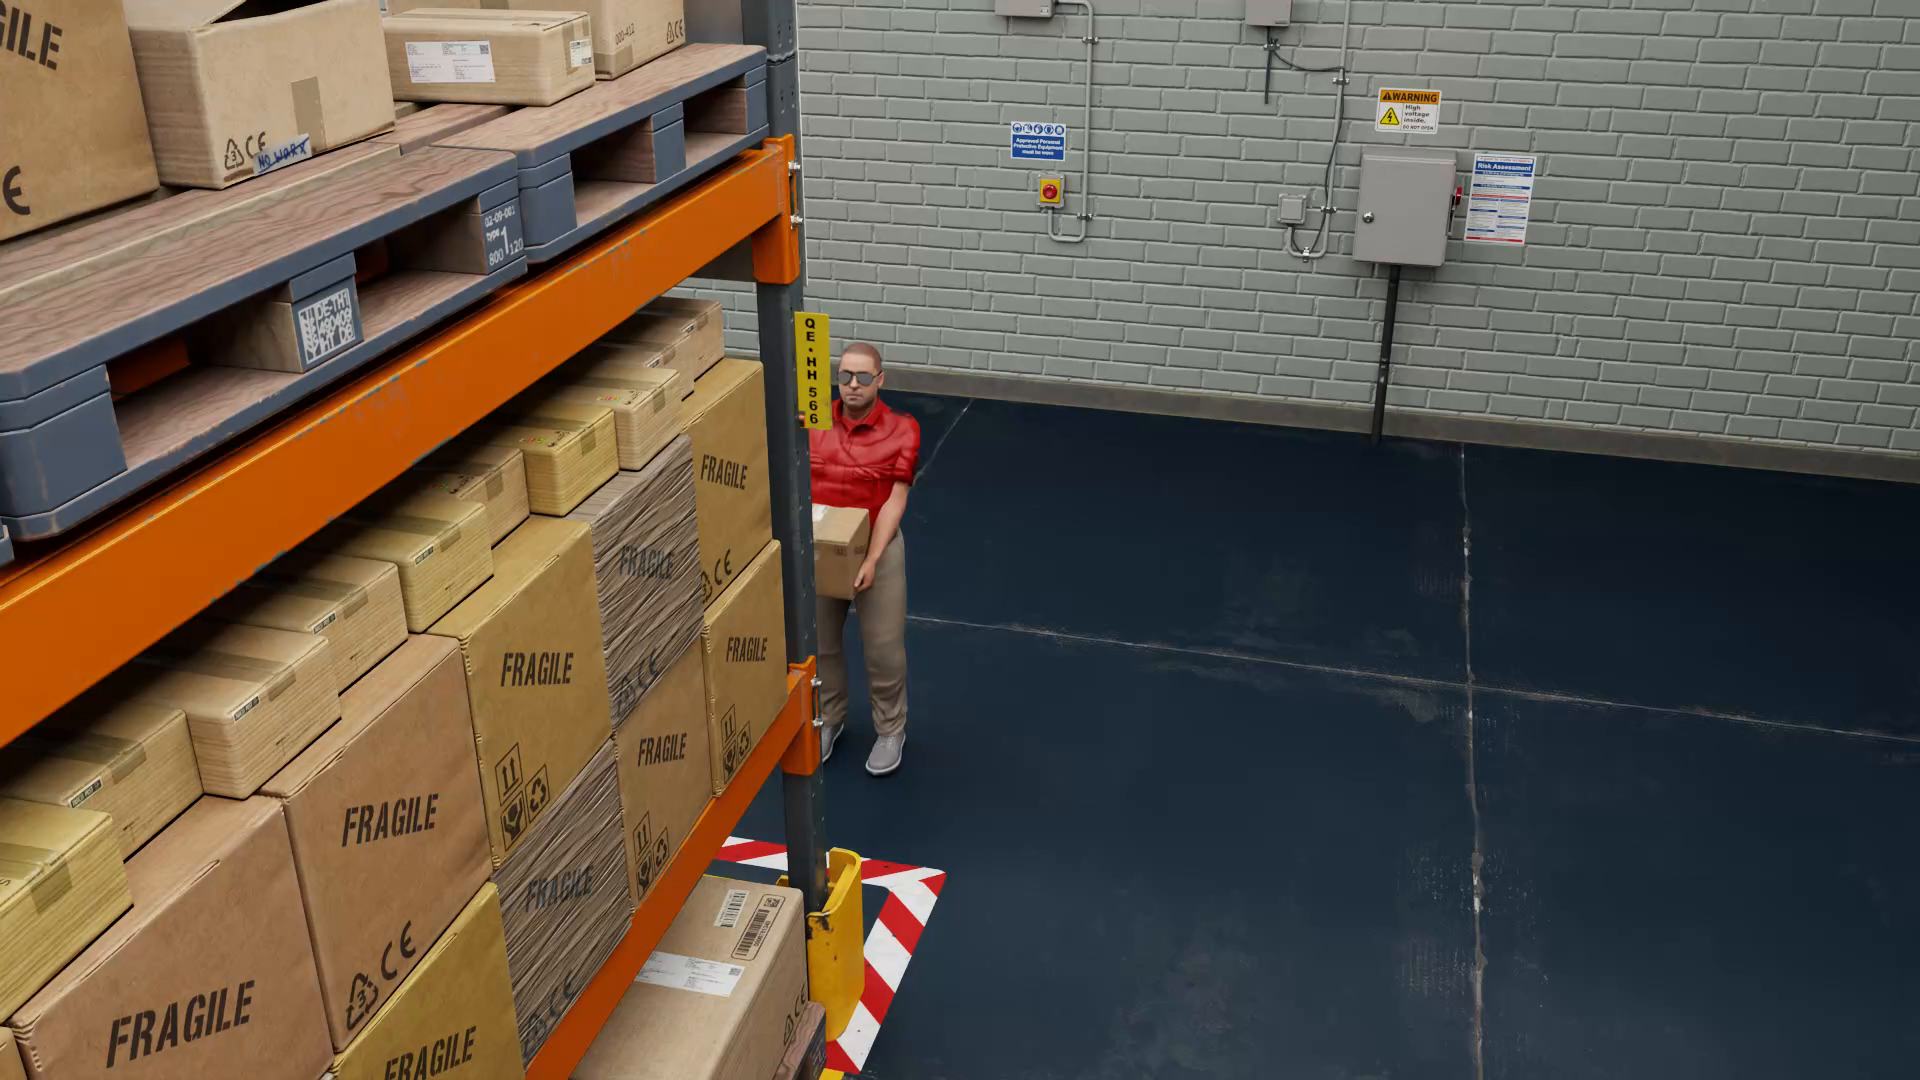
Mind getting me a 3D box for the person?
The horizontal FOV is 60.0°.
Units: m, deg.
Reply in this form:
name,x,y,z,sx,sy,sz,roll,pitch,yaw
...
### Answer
name,x,y,z,sx,sy,sz,roll,pitch,yaw
person,-0.425,0.115,6.398,0.493,1.712,0.537,6,26,13
